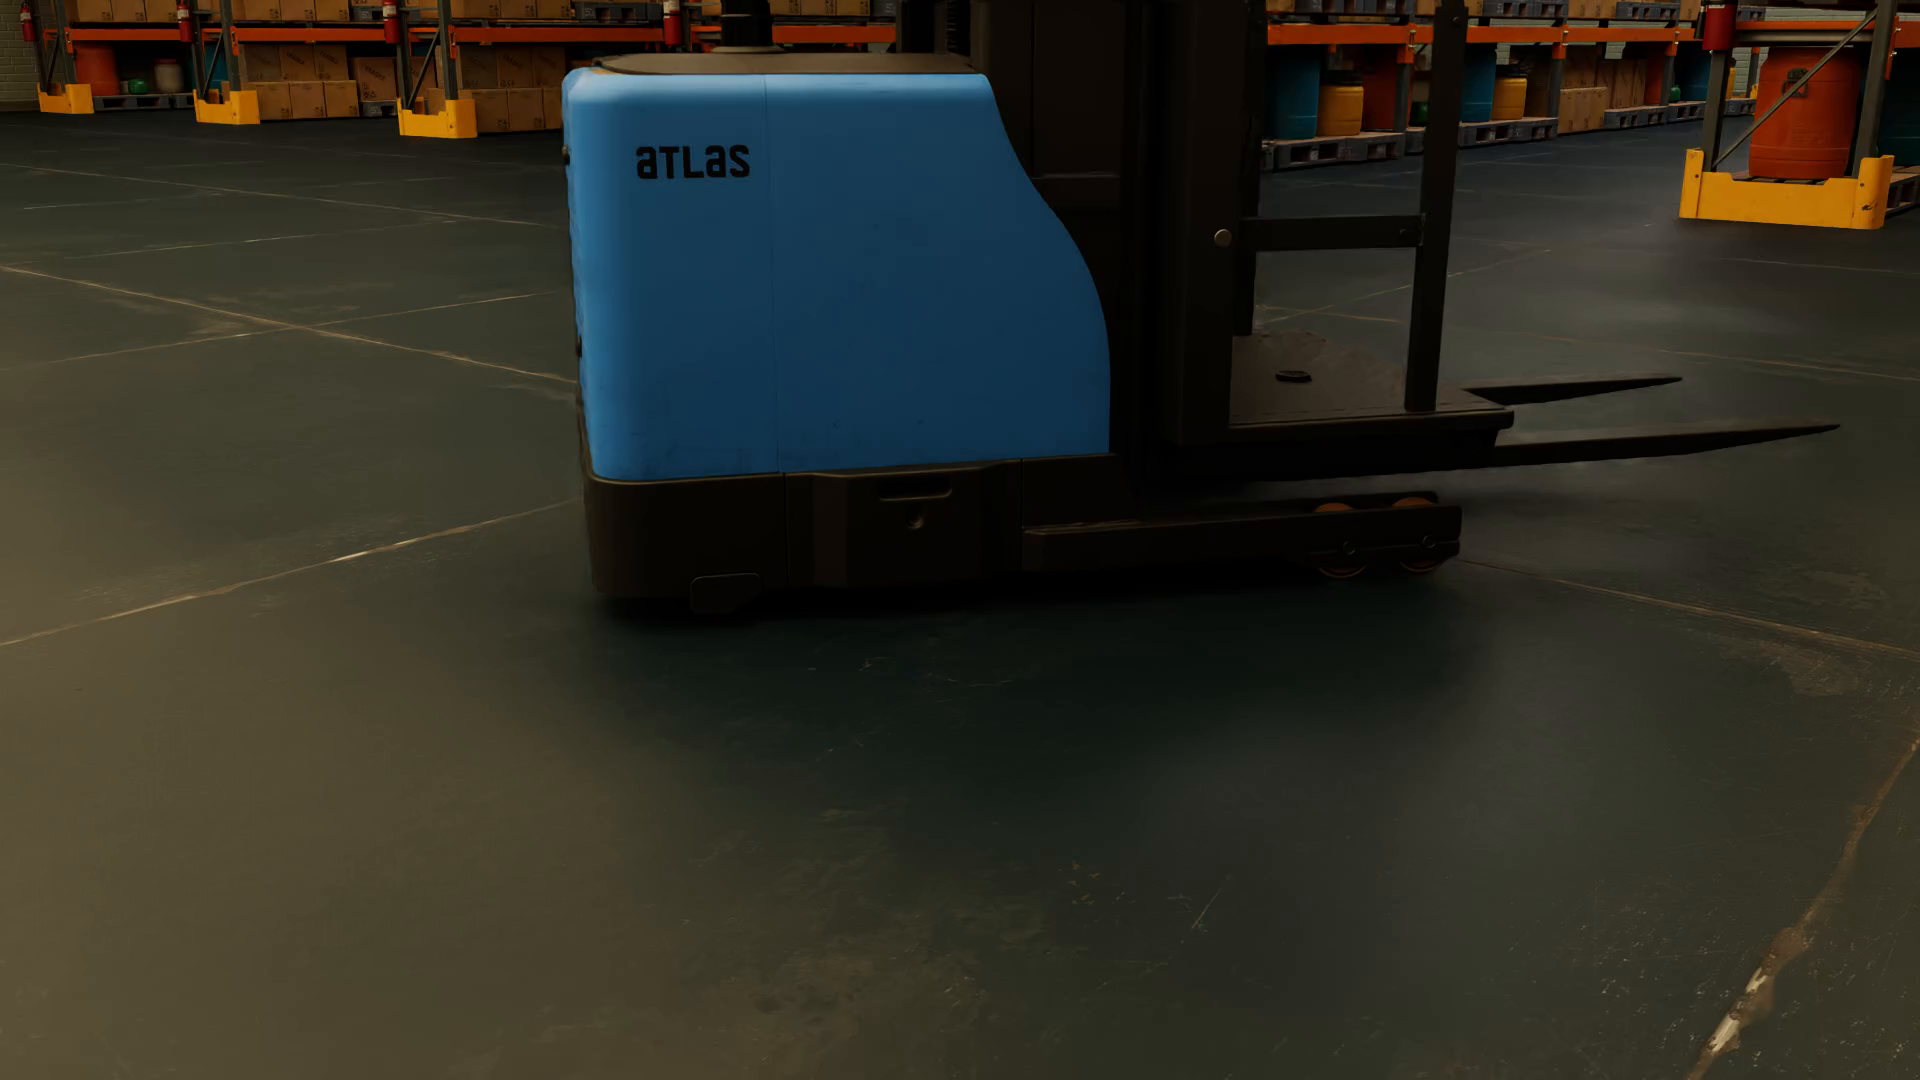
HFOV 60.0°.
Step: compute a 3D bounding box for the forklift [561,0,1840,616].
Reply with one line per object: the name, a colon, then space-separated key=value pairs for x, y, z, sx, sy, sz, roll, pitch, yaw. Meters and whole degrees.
forklift: x=0.628 y=-1.461 z=3.709 sx=3.031 sy=2.935 sz=1.130 roll=-4 pitch=17 yaw=-13
